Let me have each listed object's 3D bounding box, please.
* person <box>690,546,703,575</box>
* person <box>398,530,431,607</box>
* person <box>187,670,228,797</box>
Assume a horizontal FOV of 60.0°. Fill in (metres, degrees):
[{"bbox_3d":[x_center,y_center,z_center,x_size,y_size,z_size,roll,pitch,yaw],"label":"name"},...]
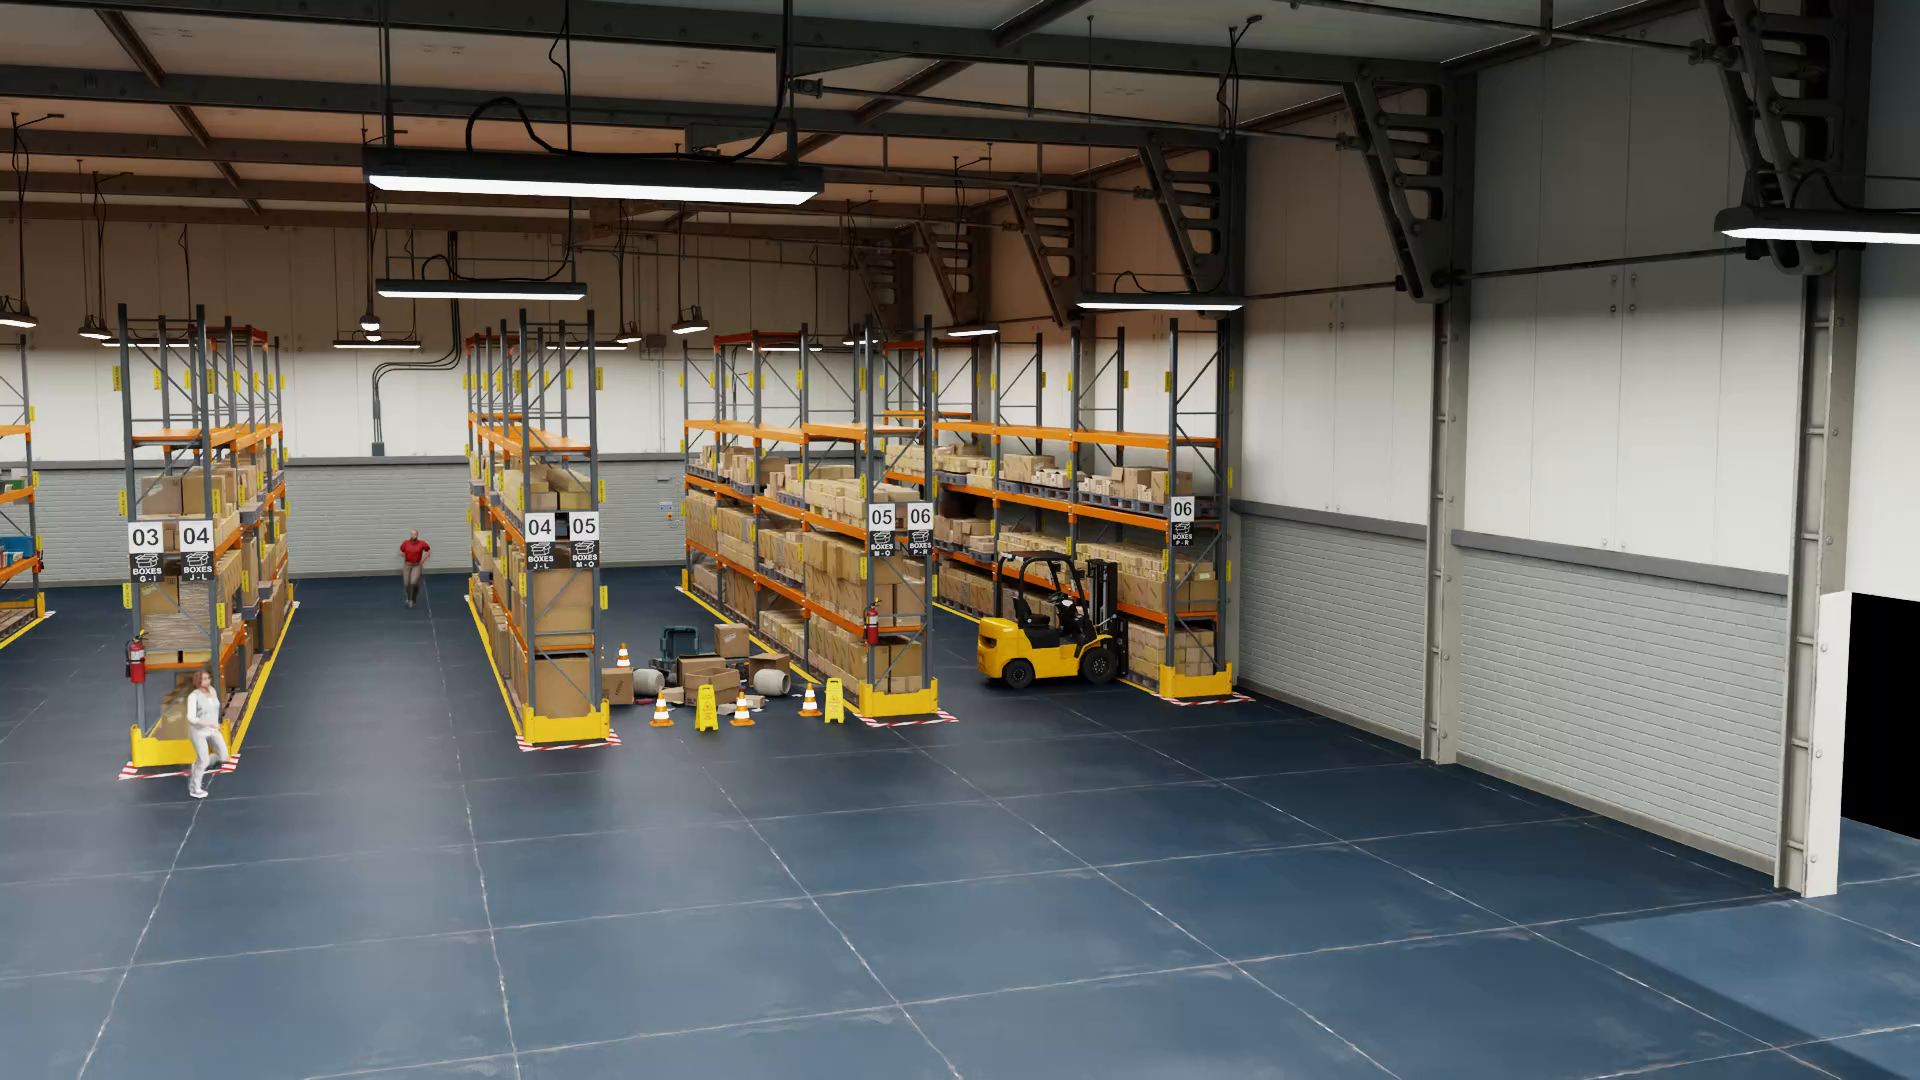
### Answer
[{"bbox_3d":[-6.587,0.240,41.382,0.571,1.677,0.756,1,5,9],"label":"person"},{"bbox_3d":[-12.197,0.653,37.133,0.660,1.771,0.728,0,5,-2],"label":"person"},{"bbox_3d":[-9.059,2.331,20.043,0.603,1.551,0.563,2,6,23],"label":"person"}]
